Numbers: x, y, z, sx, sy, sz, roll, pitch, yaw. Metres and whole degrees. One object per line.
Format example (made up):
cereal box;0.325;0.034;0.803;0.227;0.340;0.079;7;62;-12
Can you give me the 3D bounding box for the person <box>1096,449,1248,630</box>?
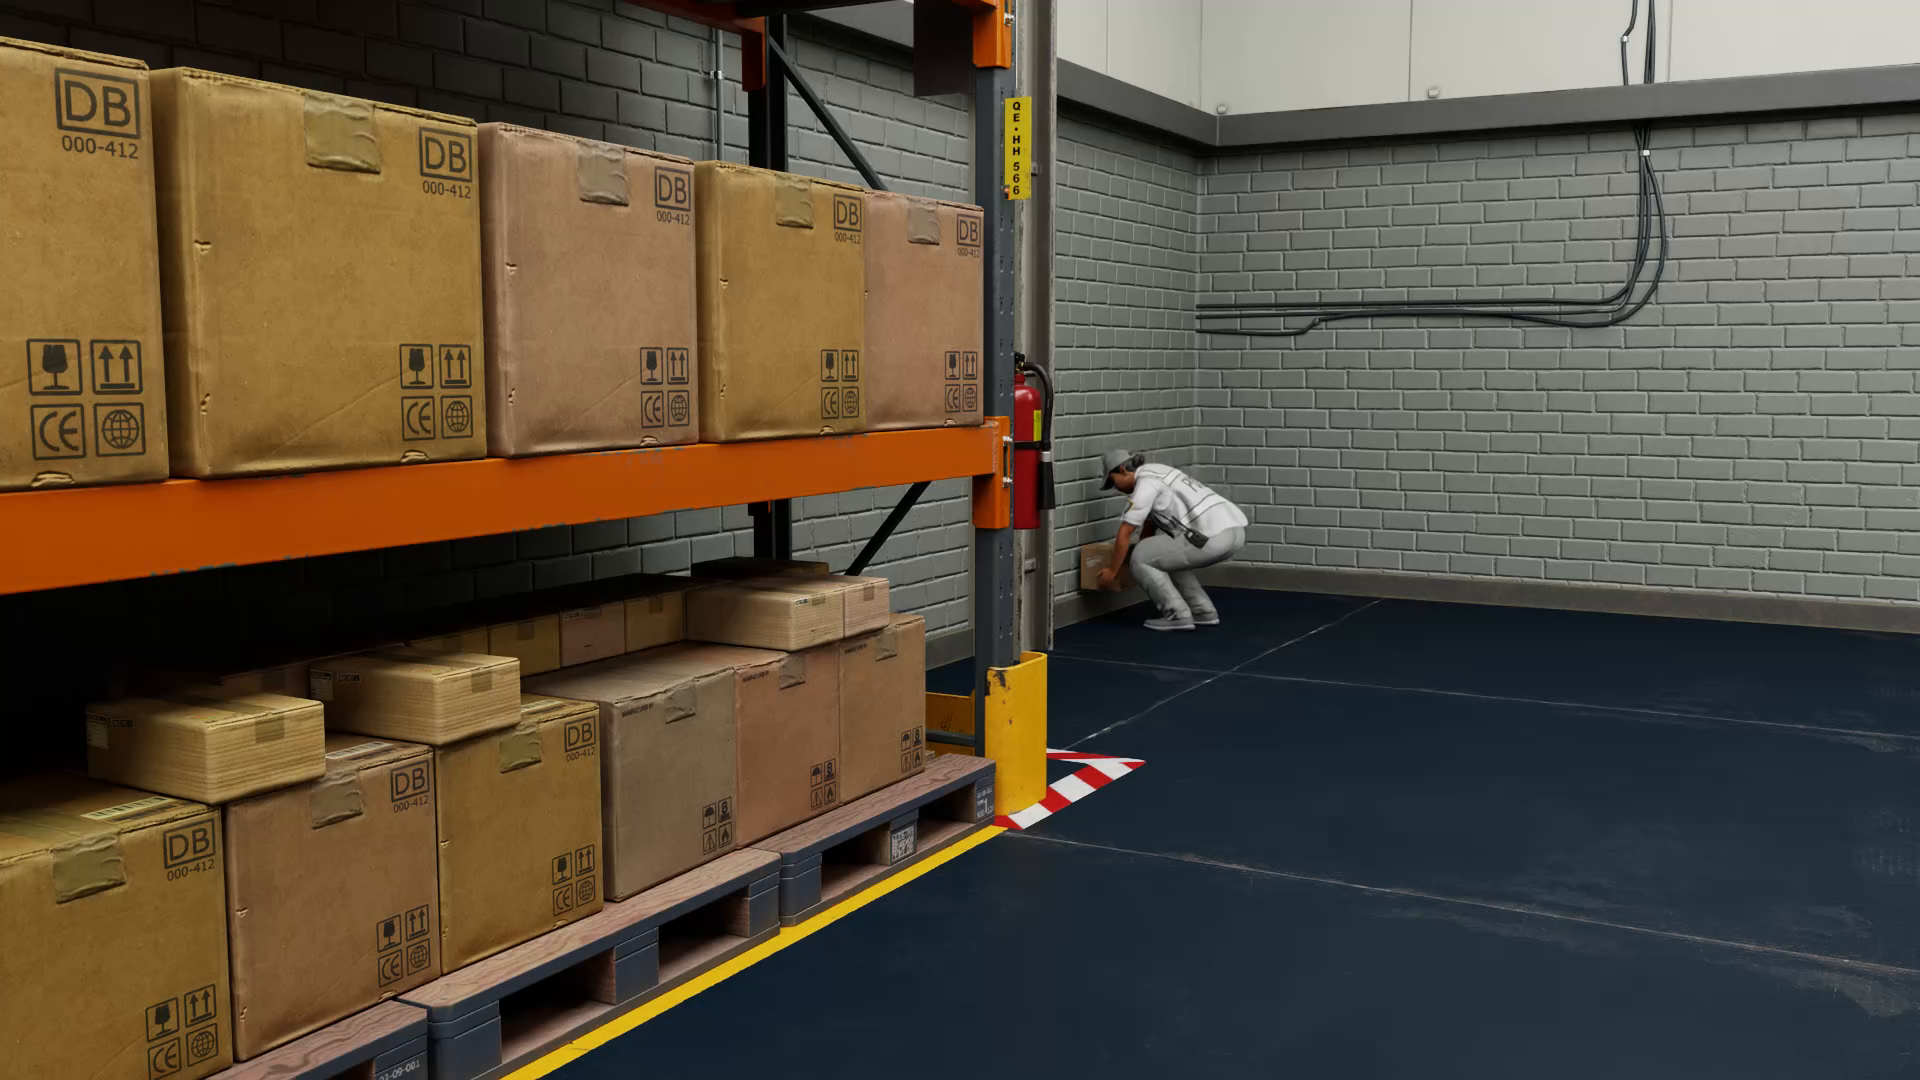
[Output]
person;1.201;-0.004;9.489;0.835;1.021;0.528;3;7;28
